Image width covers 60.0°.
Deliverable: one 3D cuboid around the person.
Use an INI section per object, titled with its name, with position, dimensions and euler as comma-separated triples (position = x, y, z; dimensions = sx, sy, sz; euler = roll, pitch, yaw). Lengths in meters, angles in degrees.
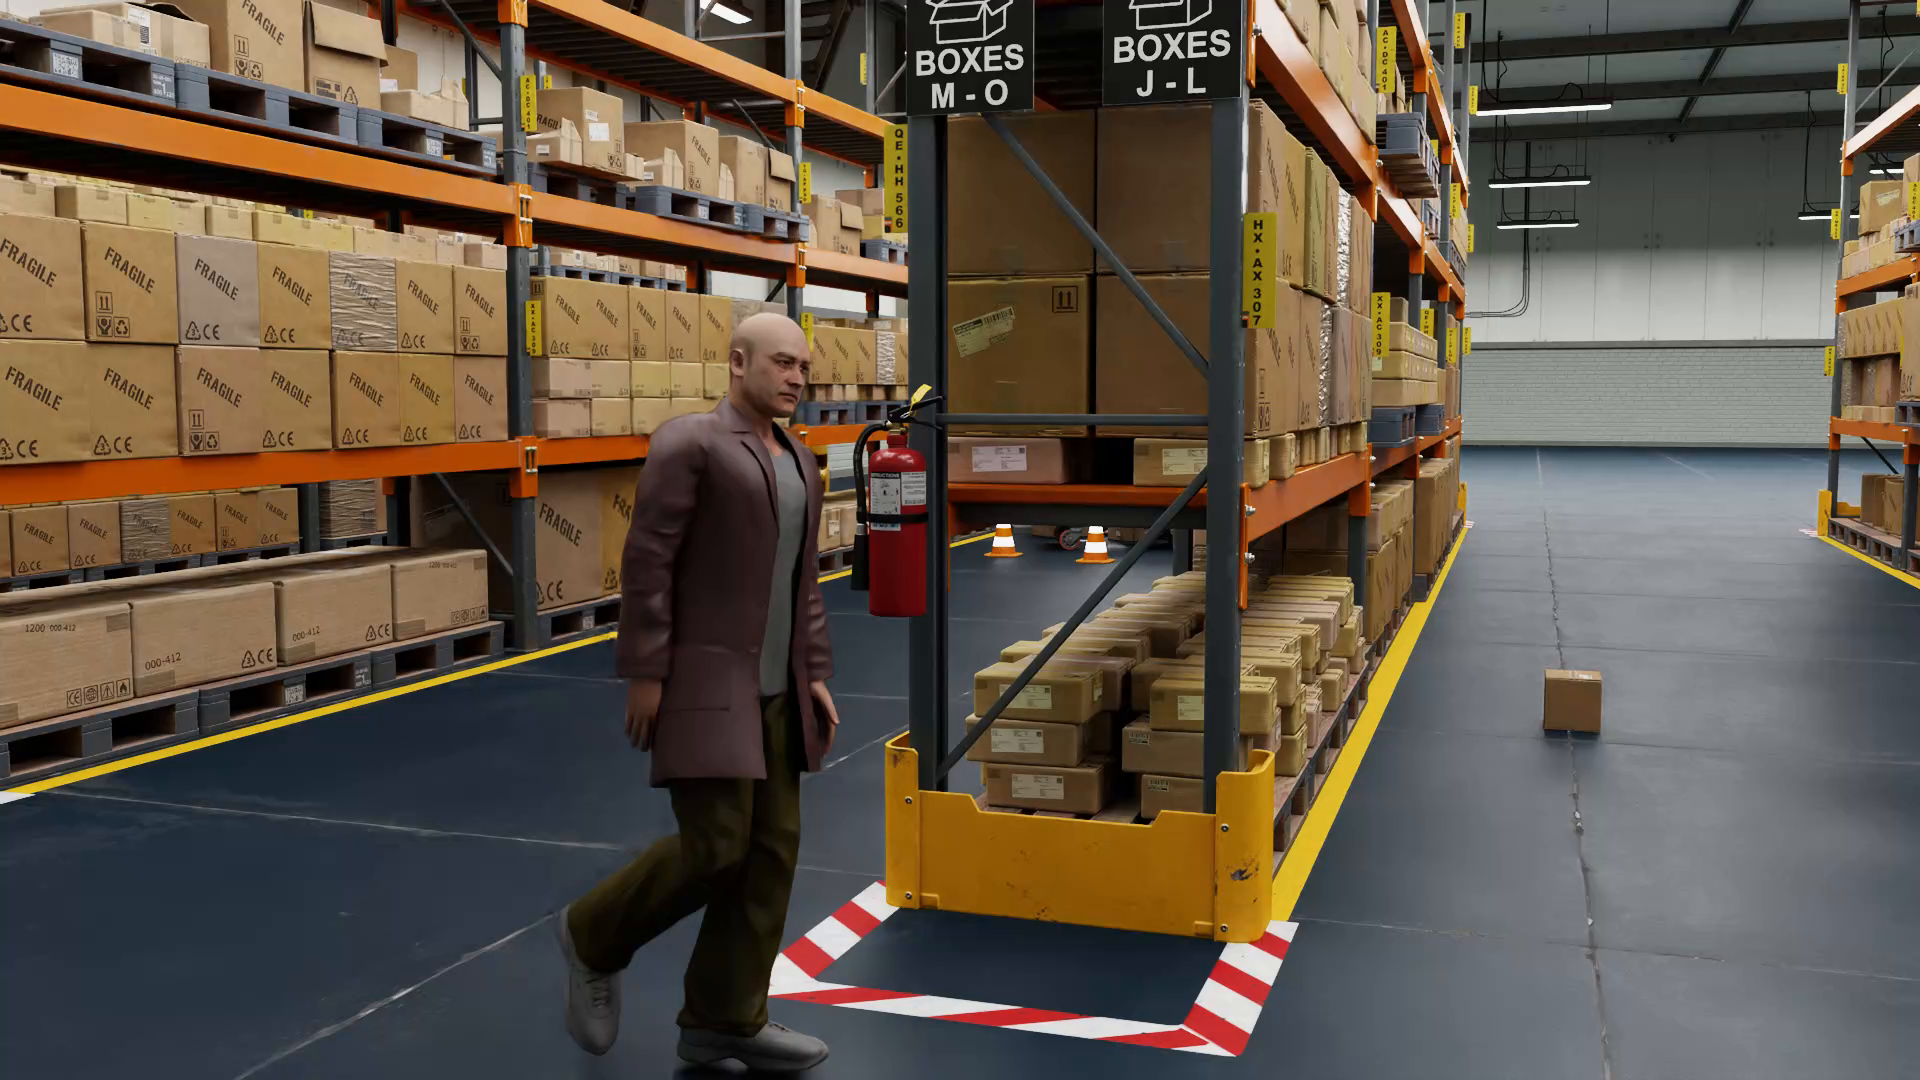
[person]
position = -0.583, 0.340, 3.964
dimensions = 0.678, 1.748, 0.620
euler = 3, 6, 29
